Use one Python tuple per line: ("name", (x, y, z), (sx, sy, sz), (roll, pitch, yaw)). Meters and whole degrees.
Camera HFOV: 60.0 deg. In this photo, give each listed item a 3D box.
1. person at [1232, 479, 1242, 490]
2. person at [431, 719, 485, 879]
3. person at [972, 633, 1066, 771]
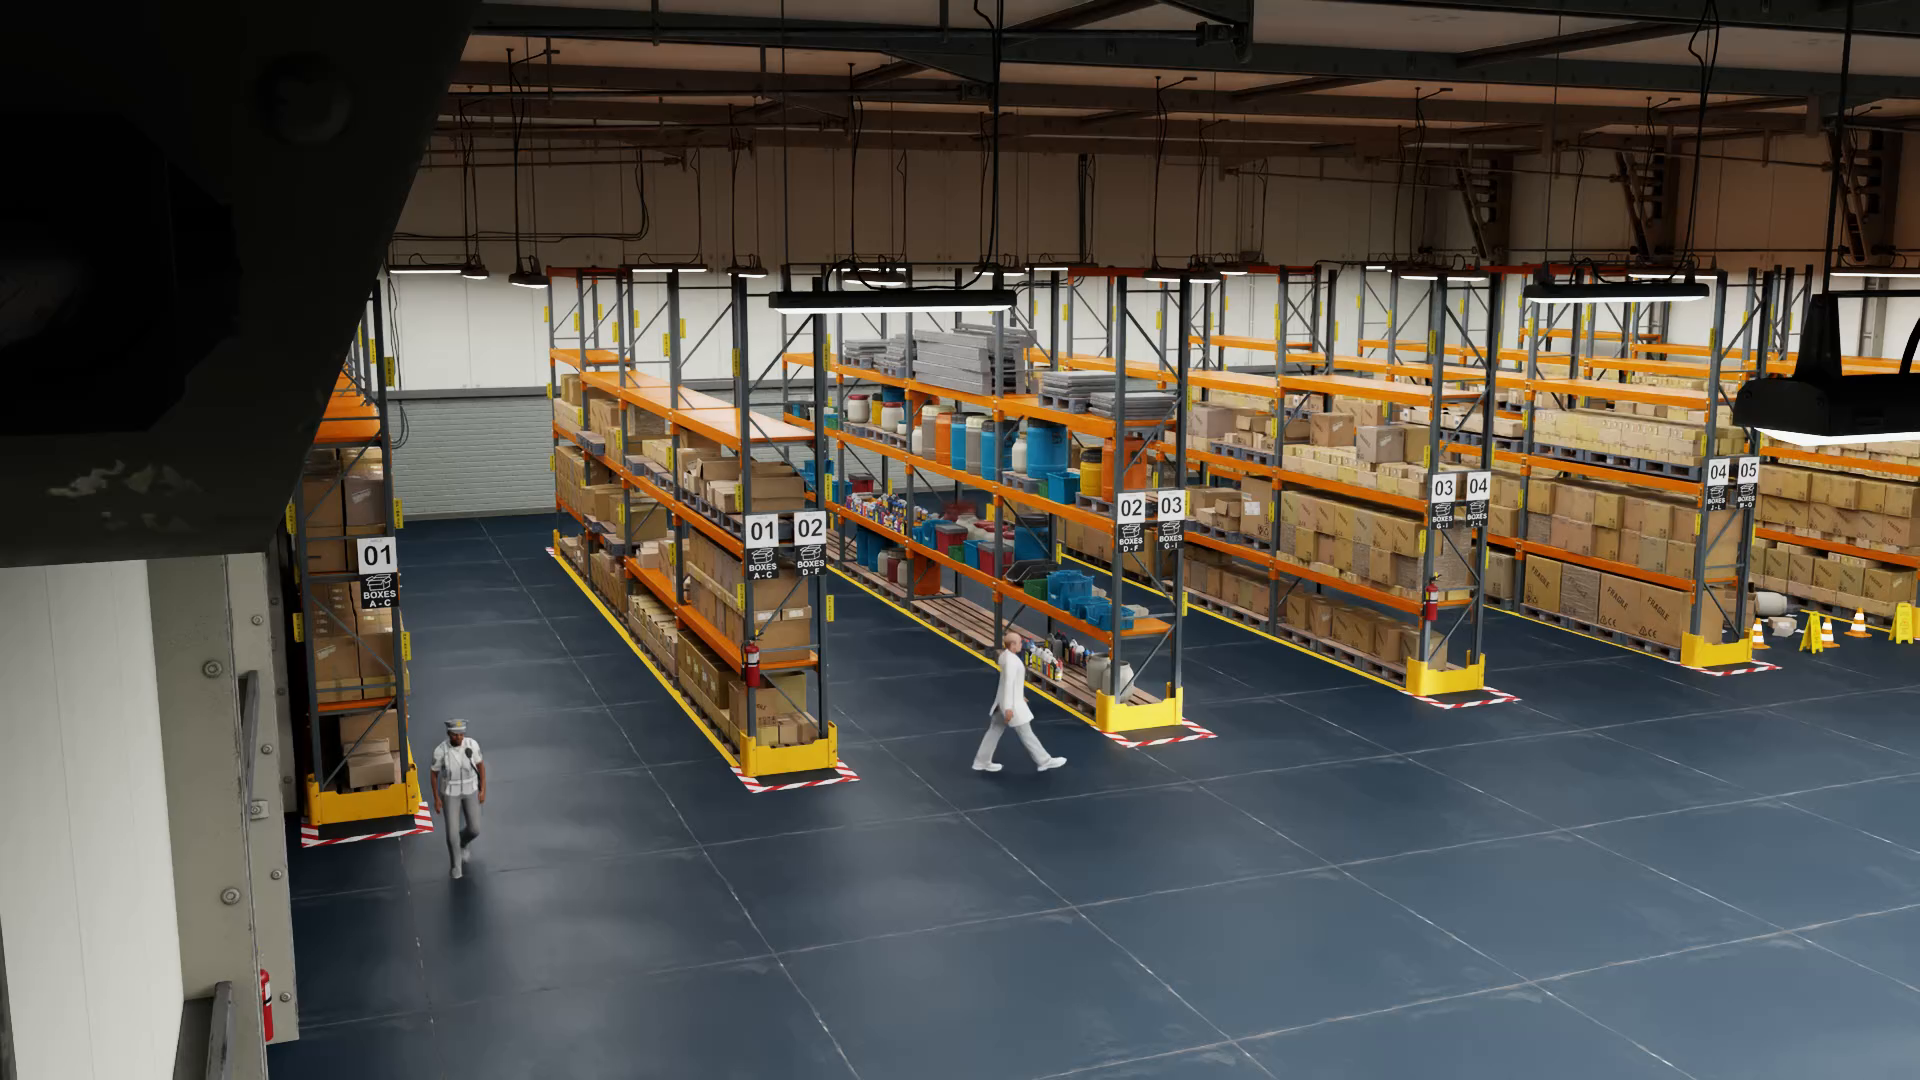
("person", (7.117, -1.816, 42.353), (0.925, 1.600, 0.447), (-6, 12, -32))
("person", (-5.150, 2.596, 17.078), (0.540, 1.659, 0.535), (-4, 11, -23))
("person", (0.705, 1.968, 20.242), (1.081, 1.725, 0.606), (-3, 10, -16))
